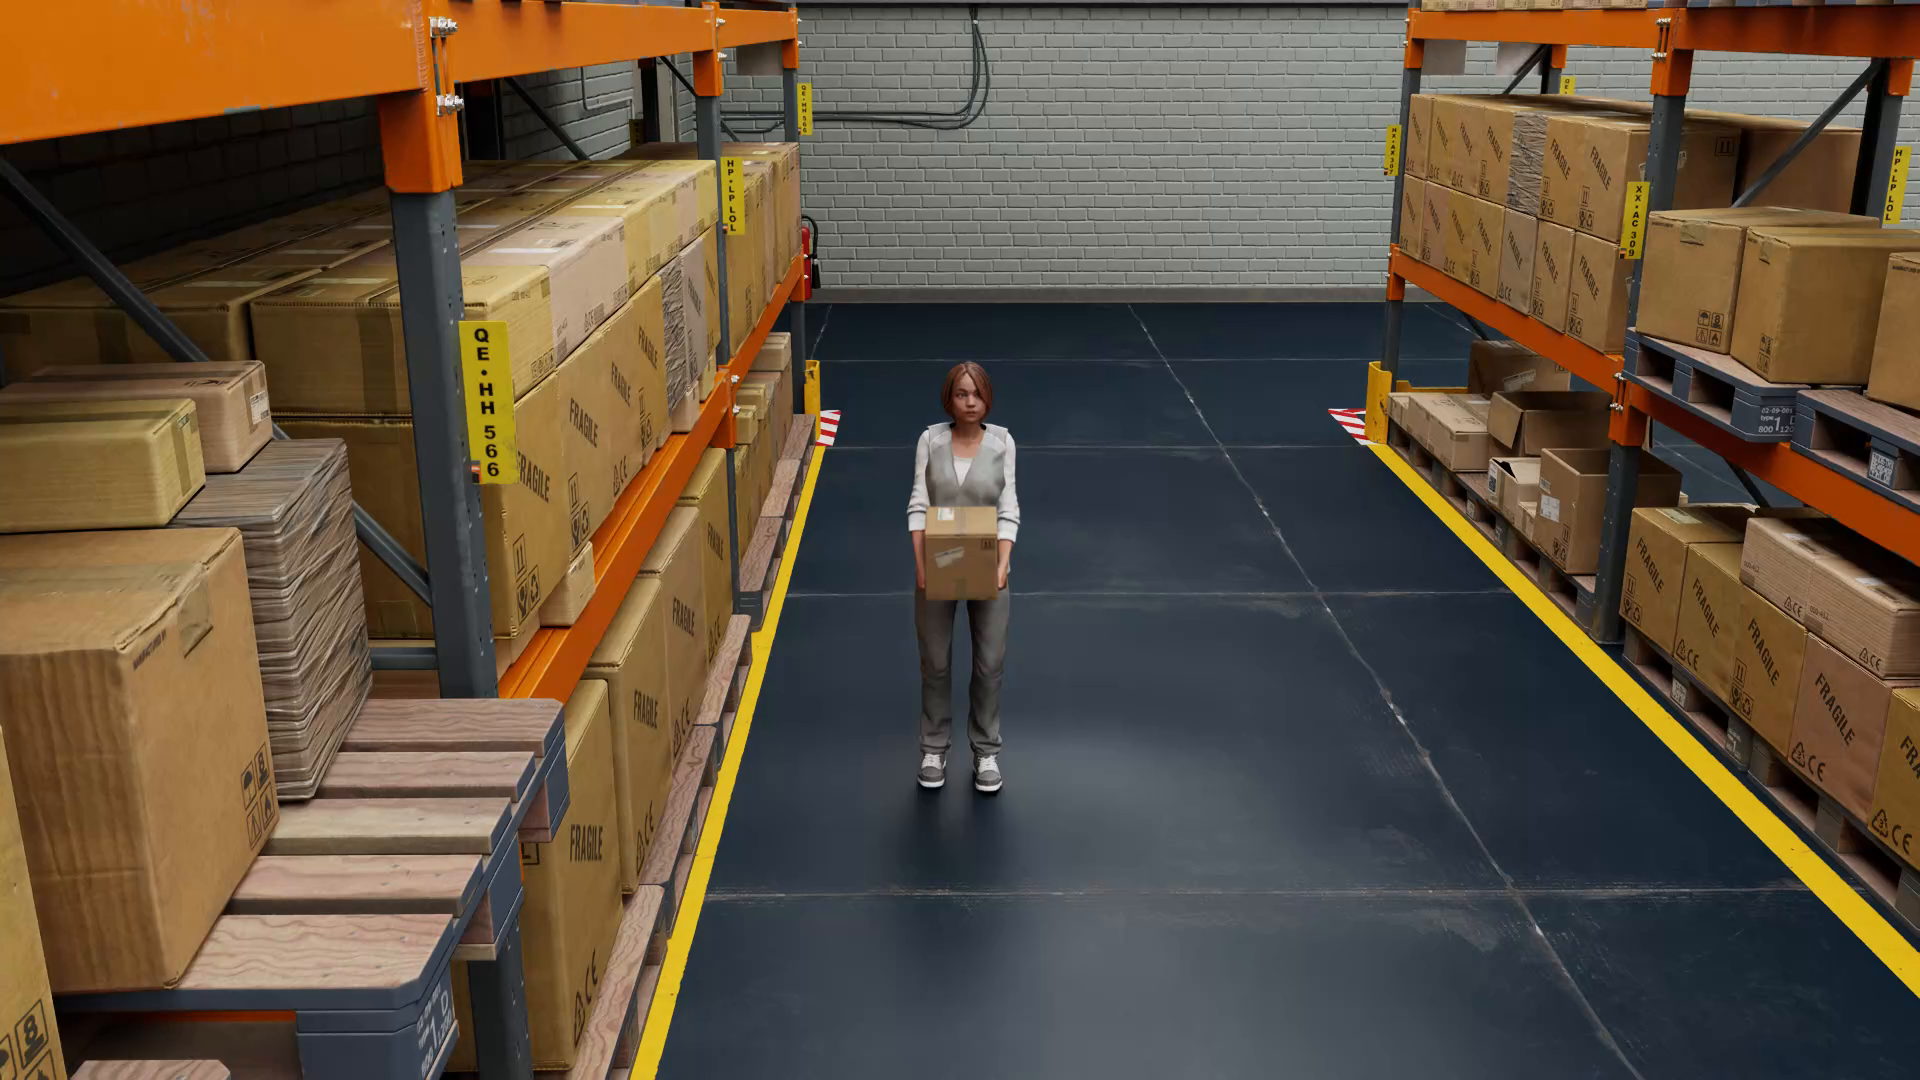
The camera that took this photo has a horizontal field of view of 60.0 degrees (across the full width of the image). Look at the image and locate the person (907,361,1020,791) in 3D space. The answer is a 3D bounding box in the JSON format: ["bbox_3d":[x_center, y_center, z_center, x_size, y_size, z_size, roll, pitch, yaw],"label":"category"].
[{"bbox_3d":[0.014,0.160,6.060,0.408,1.589,0.490,0,17,0],"label":"person"}]
